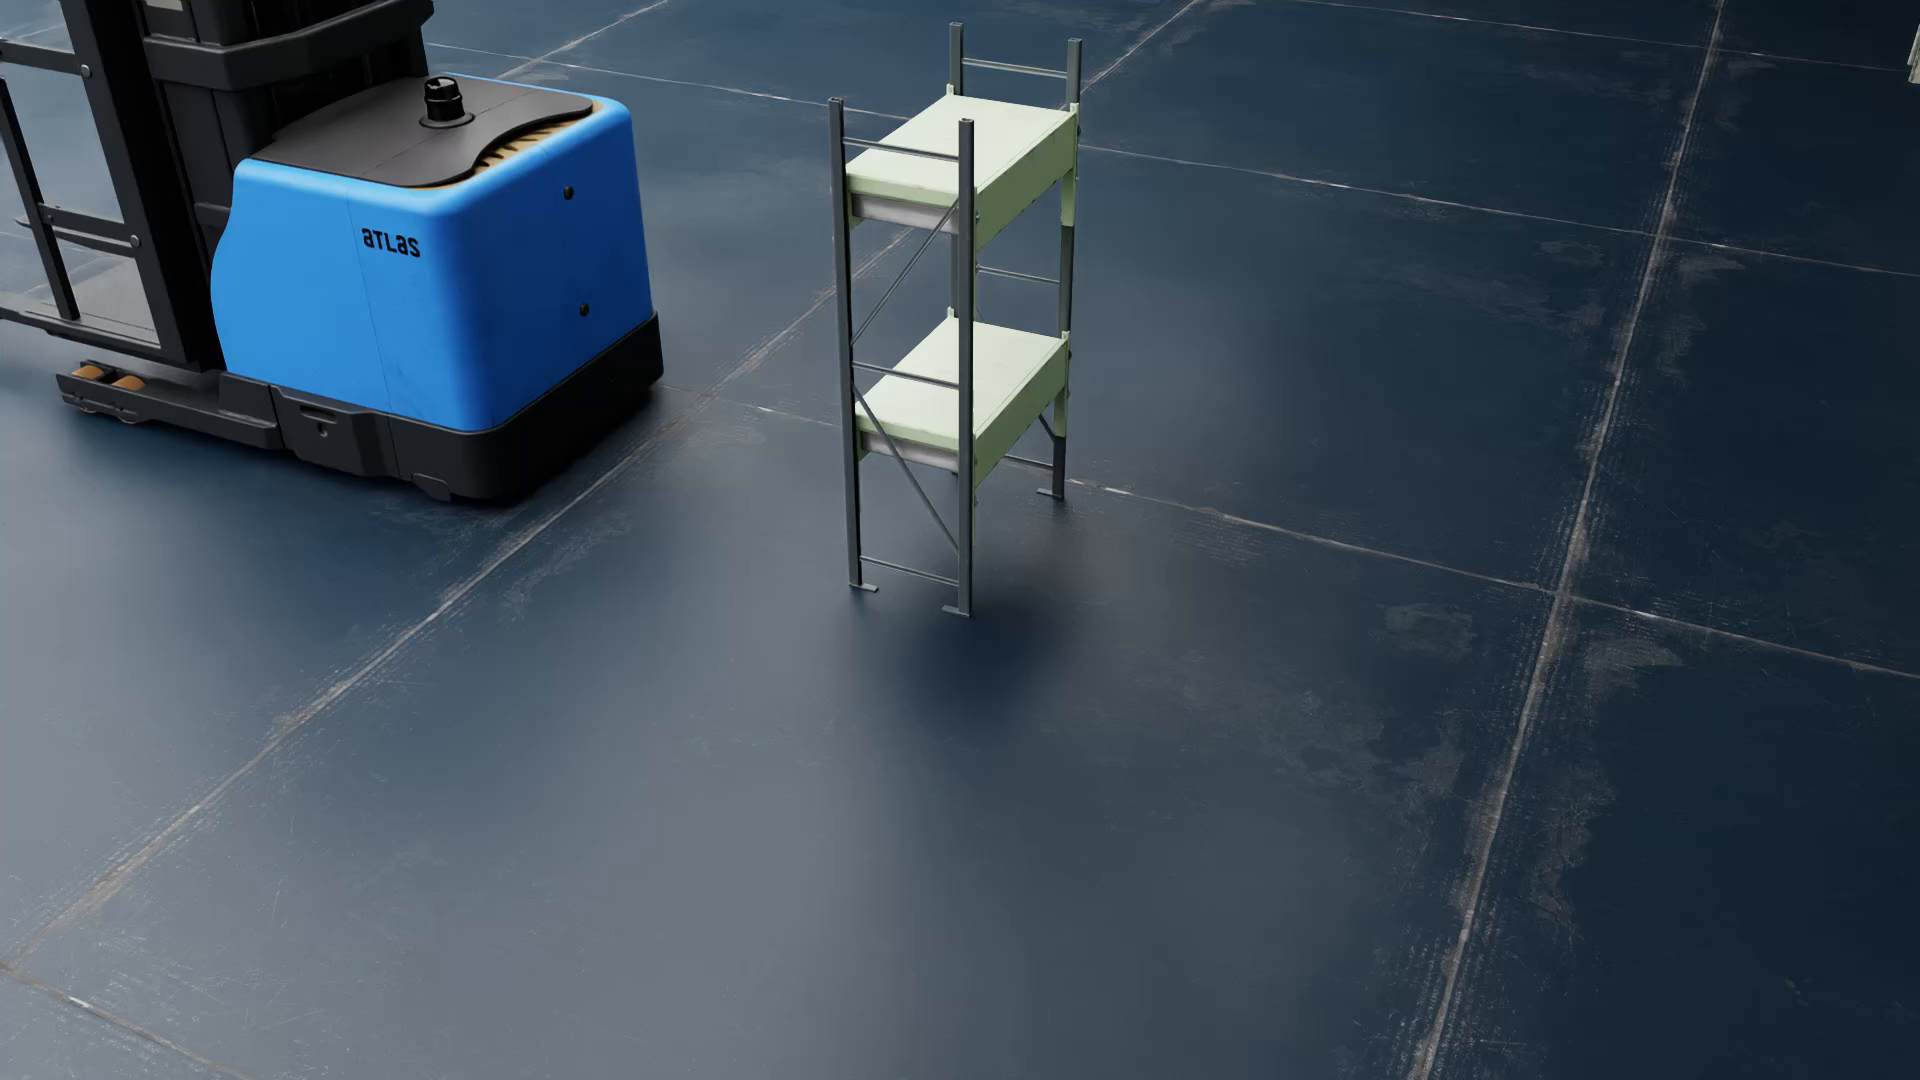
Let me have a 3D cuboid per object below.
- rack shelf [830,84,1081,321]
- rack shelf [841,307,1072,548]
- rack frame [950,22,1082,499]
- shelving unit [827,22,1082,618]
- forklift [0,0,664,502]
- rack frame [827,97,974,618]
[{"bbox_3d":[0.003,-0.957,4.630,0.431,0.370,0.720,14,36,20],"label":"rack shelf"},{"bbox_3d":[0.003,-0.358,5.023,0.431,0.370,0.720,14,36,20],"label":"rack shelf"},{"bbox_3d":[0.156,-0.813,5.122,0.400,1.500,0.023,14,36,20],"label":"rack frame"},{"bbox_3d":[0.003,-0.631,4.844,0.431,1.500,0.755,14,36,20],"label":"shelving unit"},{"bbox_3d":[-2.639,-1.882,5.447,3.031,2.935,1.130,14,36,20],"label":"forklift"},{"bbox_3d":[-0.150,-0.448,4.566,0.400,1.500,0.023,14,36,20],"label":"rack frame"}]
